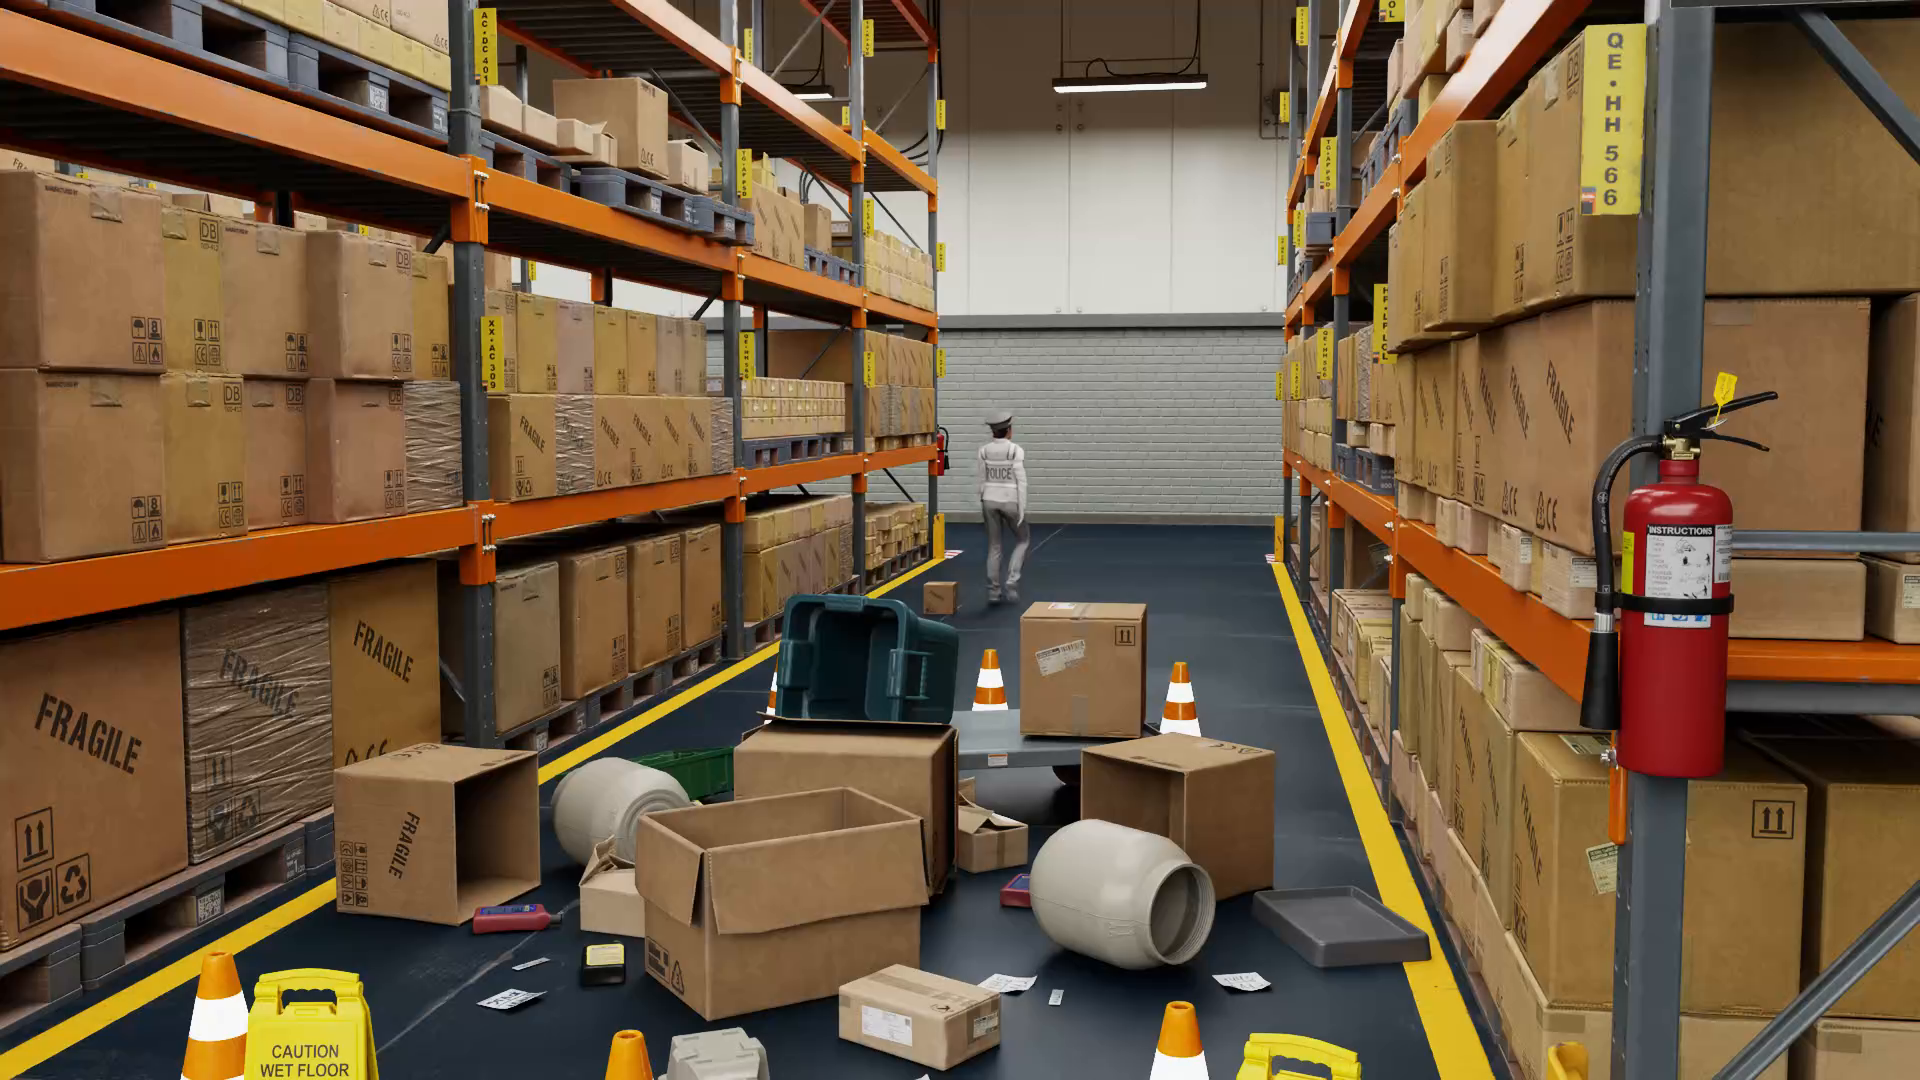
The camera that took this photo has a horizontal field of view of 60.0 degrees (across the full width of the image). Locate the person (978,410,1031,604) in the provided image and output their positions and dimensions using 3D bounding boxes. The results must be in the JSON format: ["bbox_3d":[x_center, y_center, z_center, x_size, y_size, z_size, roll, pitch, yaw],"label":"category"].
[{"bbox_3d":[0.398,-0.285,14.683,0.493,1.715,0.427,2,5,21],"label":"person"}]
